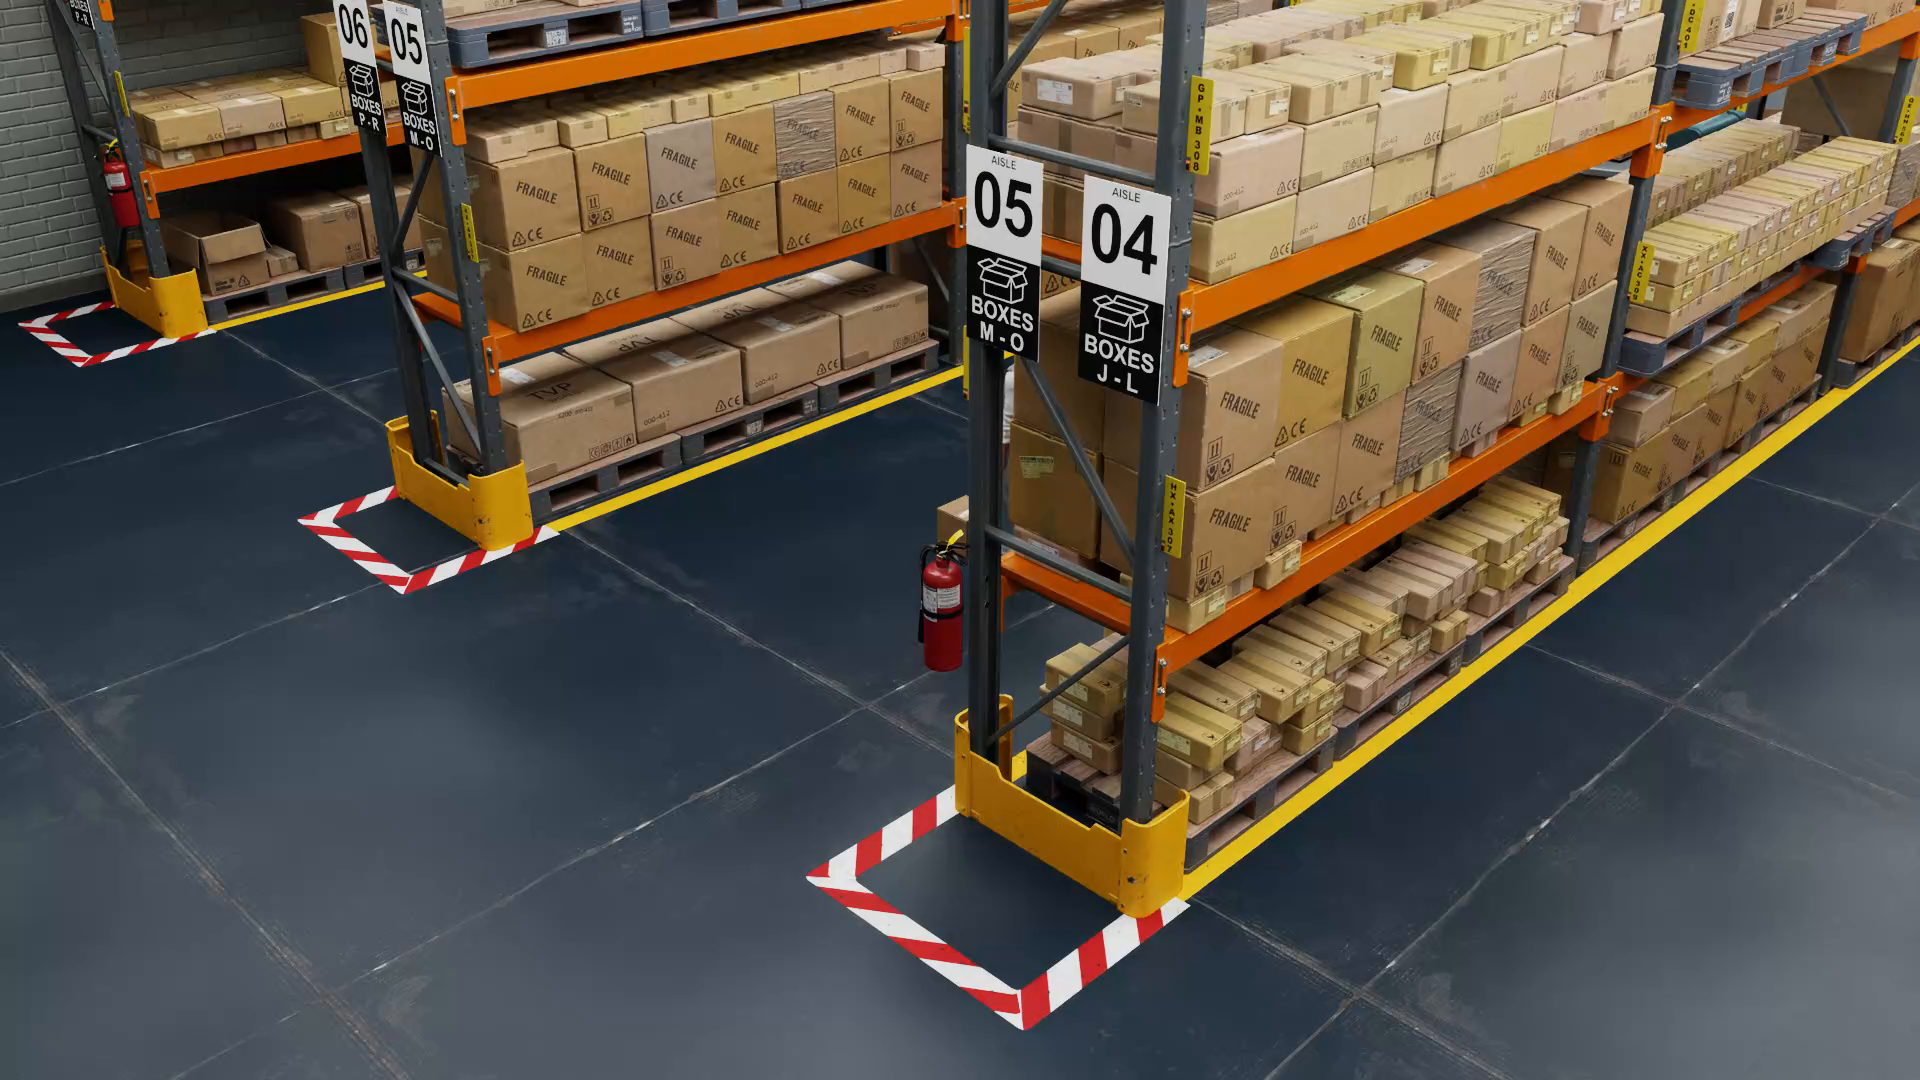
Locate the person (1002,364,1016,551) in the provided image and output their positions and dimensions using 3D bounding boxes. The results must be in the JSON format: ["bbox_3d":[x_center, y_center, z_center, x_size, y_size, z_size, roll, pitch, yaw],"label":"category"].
[{"bbox_3d":[0.366,-0.509,9.609,0.409,1.624,0.369,-25,37,-38],"label":"person"}]
